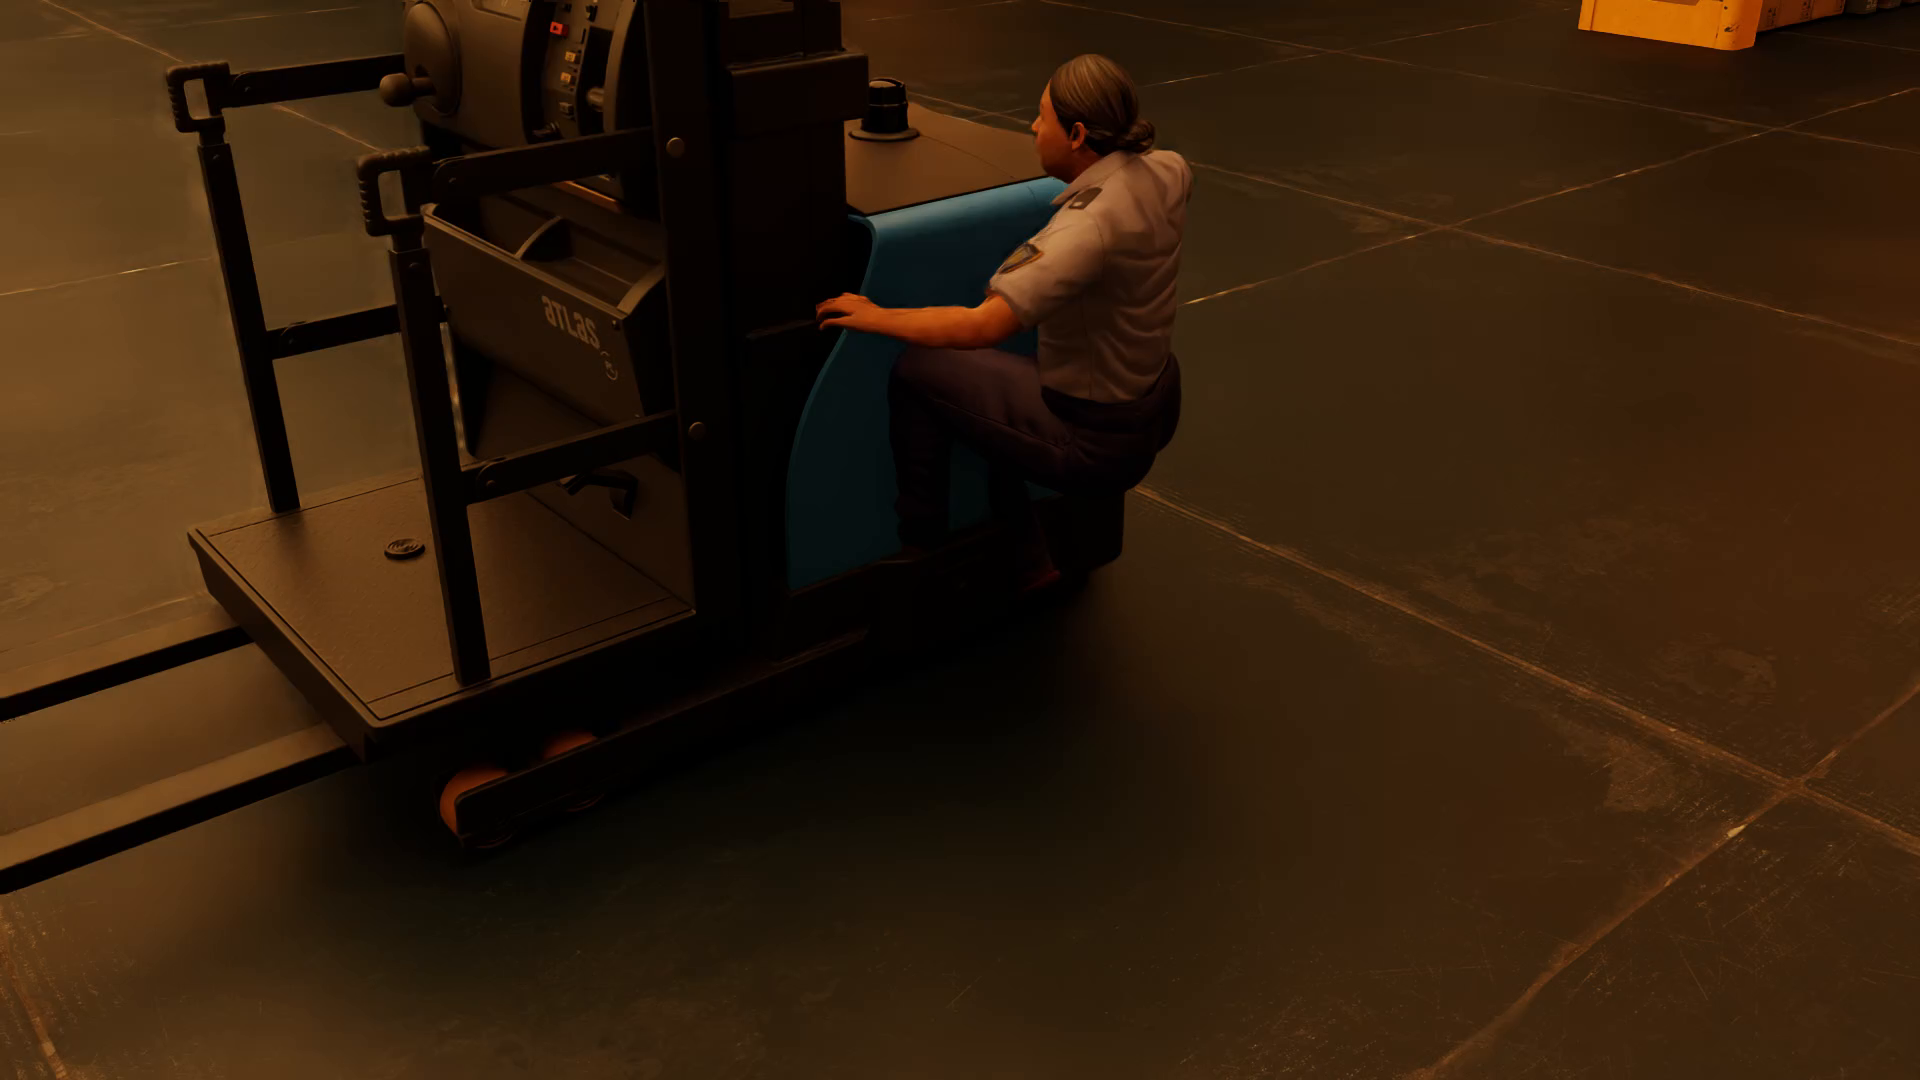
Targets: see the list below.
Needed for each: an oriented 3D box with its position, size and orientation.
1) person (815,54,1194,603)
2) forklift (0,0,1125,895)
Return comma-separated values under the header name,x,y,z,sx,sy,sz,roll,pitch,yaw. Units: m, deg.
name,x,y,z,sx,sy,sz,roll,pitch,yaw
person,0.080,-0.363,3.627,0.781,1.407,0.900,9,28,17
forklift,-1.037,-0.970,3.158,3.031,2.935,1.130,-20,33,-35
